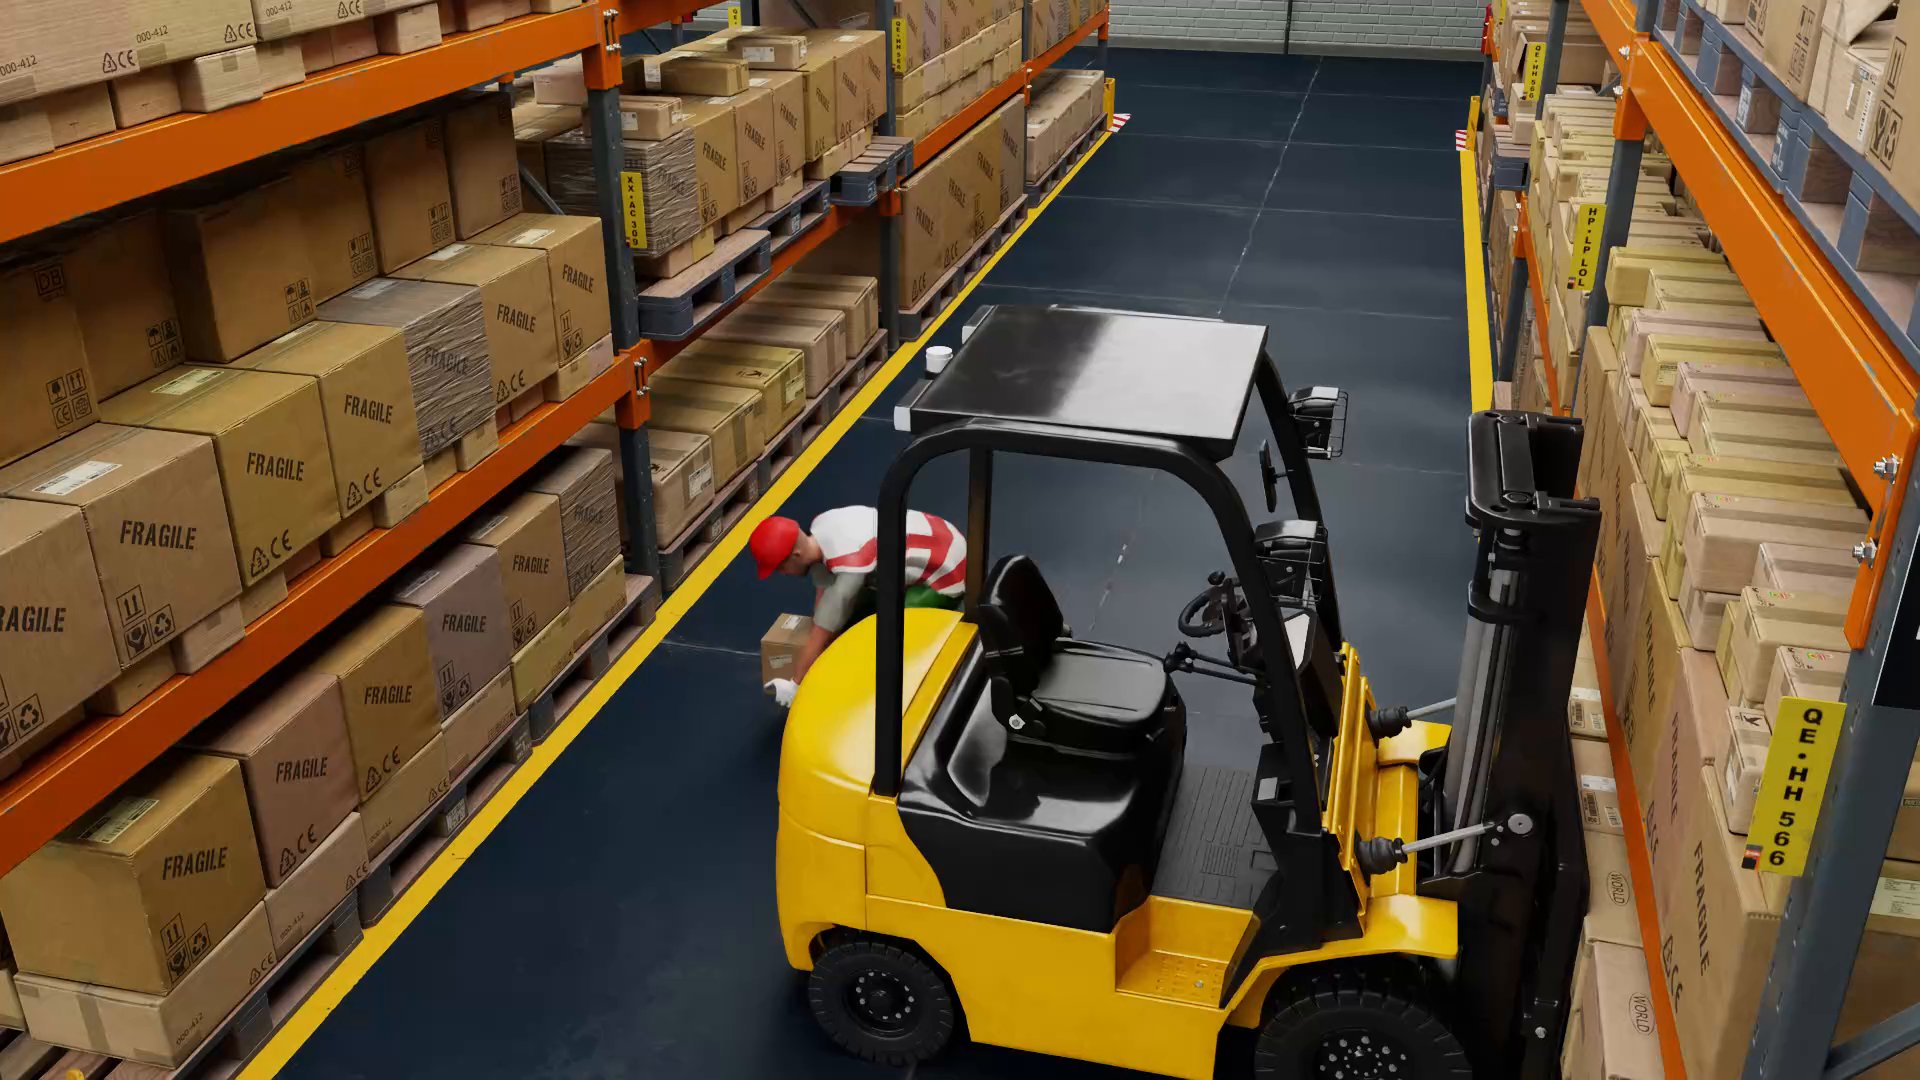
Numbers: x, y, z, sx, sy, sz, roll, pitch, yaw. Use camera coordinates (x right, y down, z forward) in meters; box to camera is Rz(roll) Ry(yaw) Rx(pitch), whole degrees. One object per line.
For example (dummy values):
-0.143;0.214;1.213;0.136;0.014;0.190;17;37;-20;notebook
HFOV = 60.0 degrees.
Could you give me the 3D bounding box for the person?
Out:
-0.387;0.305;6.882;0.941;0.983;0.534;-7;26;-15;person
